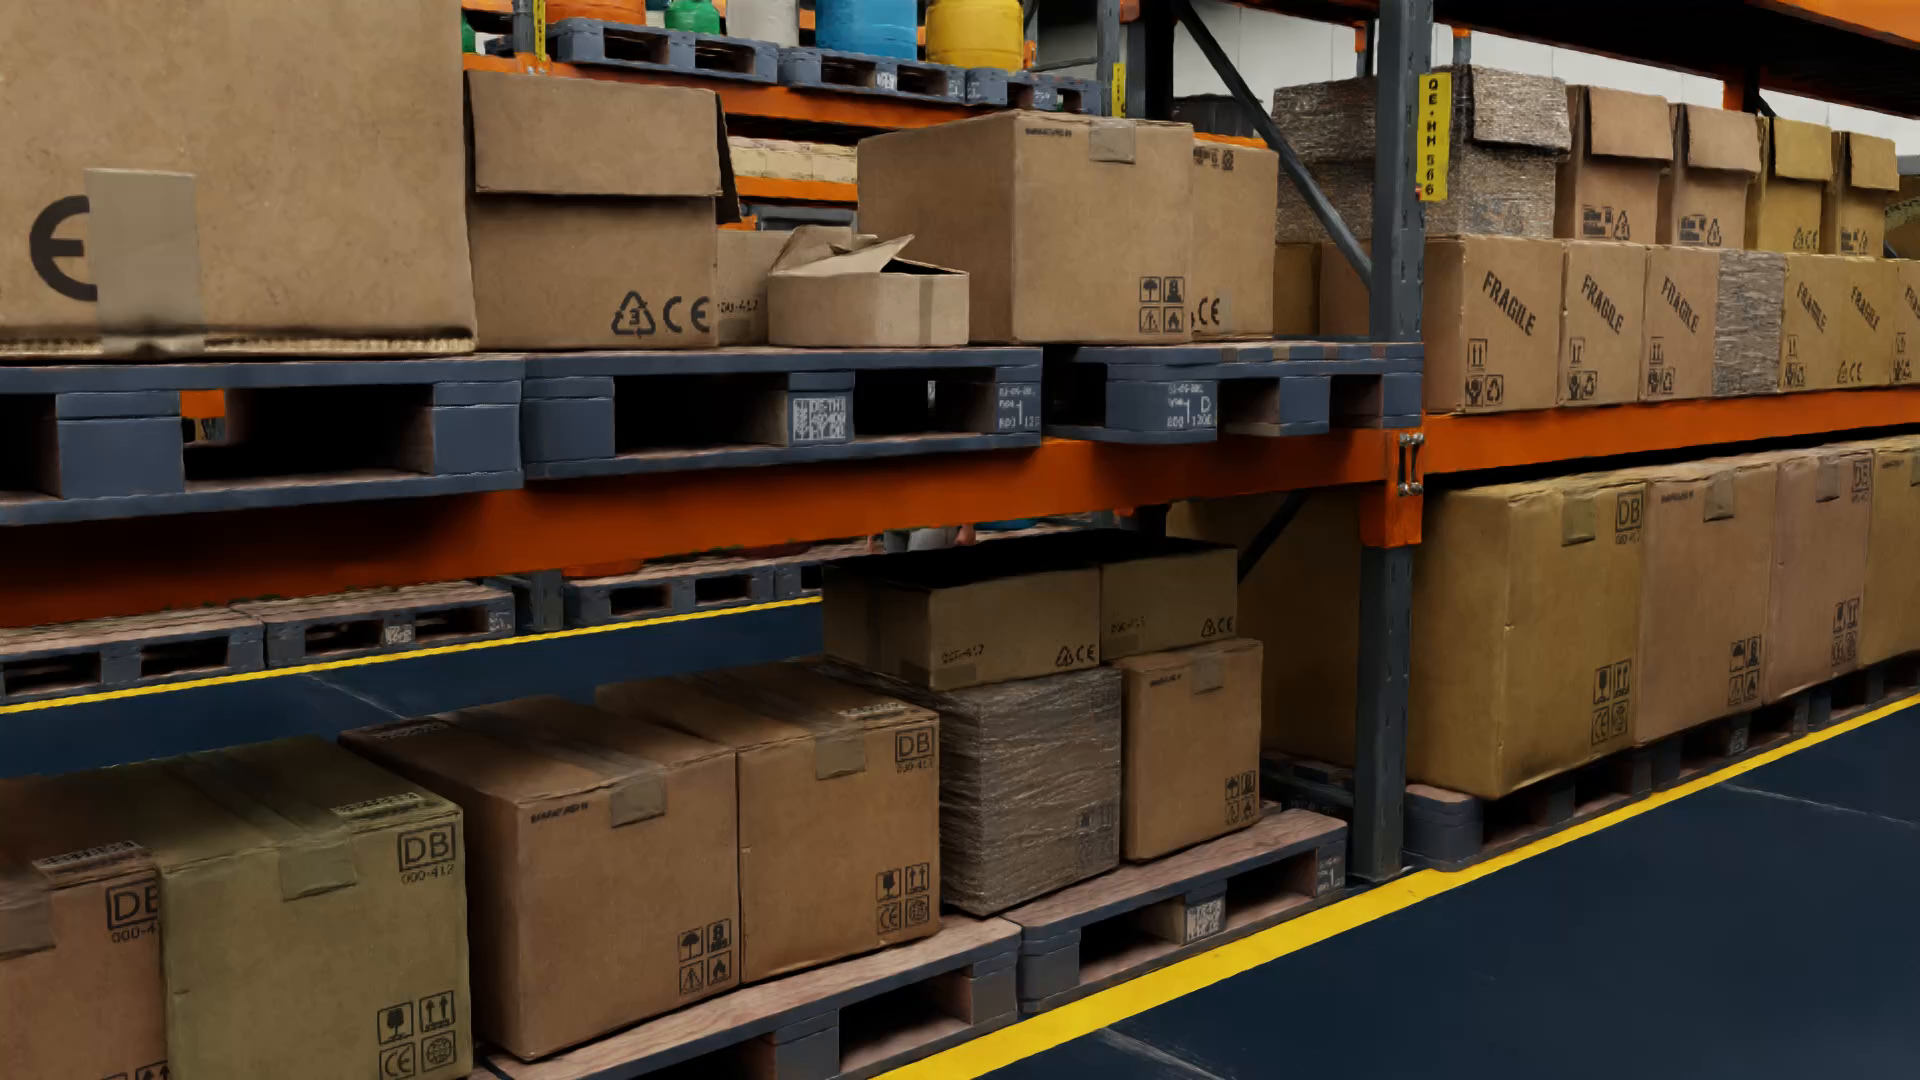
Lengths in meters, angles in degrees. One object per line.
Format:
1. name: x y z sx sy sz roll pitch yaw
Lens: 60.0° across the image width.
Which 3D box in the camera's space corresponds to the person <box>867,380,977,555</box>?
1. person: -0.142 -0.050 6.119 0.436 1.584 0.462 -7 11 -44
